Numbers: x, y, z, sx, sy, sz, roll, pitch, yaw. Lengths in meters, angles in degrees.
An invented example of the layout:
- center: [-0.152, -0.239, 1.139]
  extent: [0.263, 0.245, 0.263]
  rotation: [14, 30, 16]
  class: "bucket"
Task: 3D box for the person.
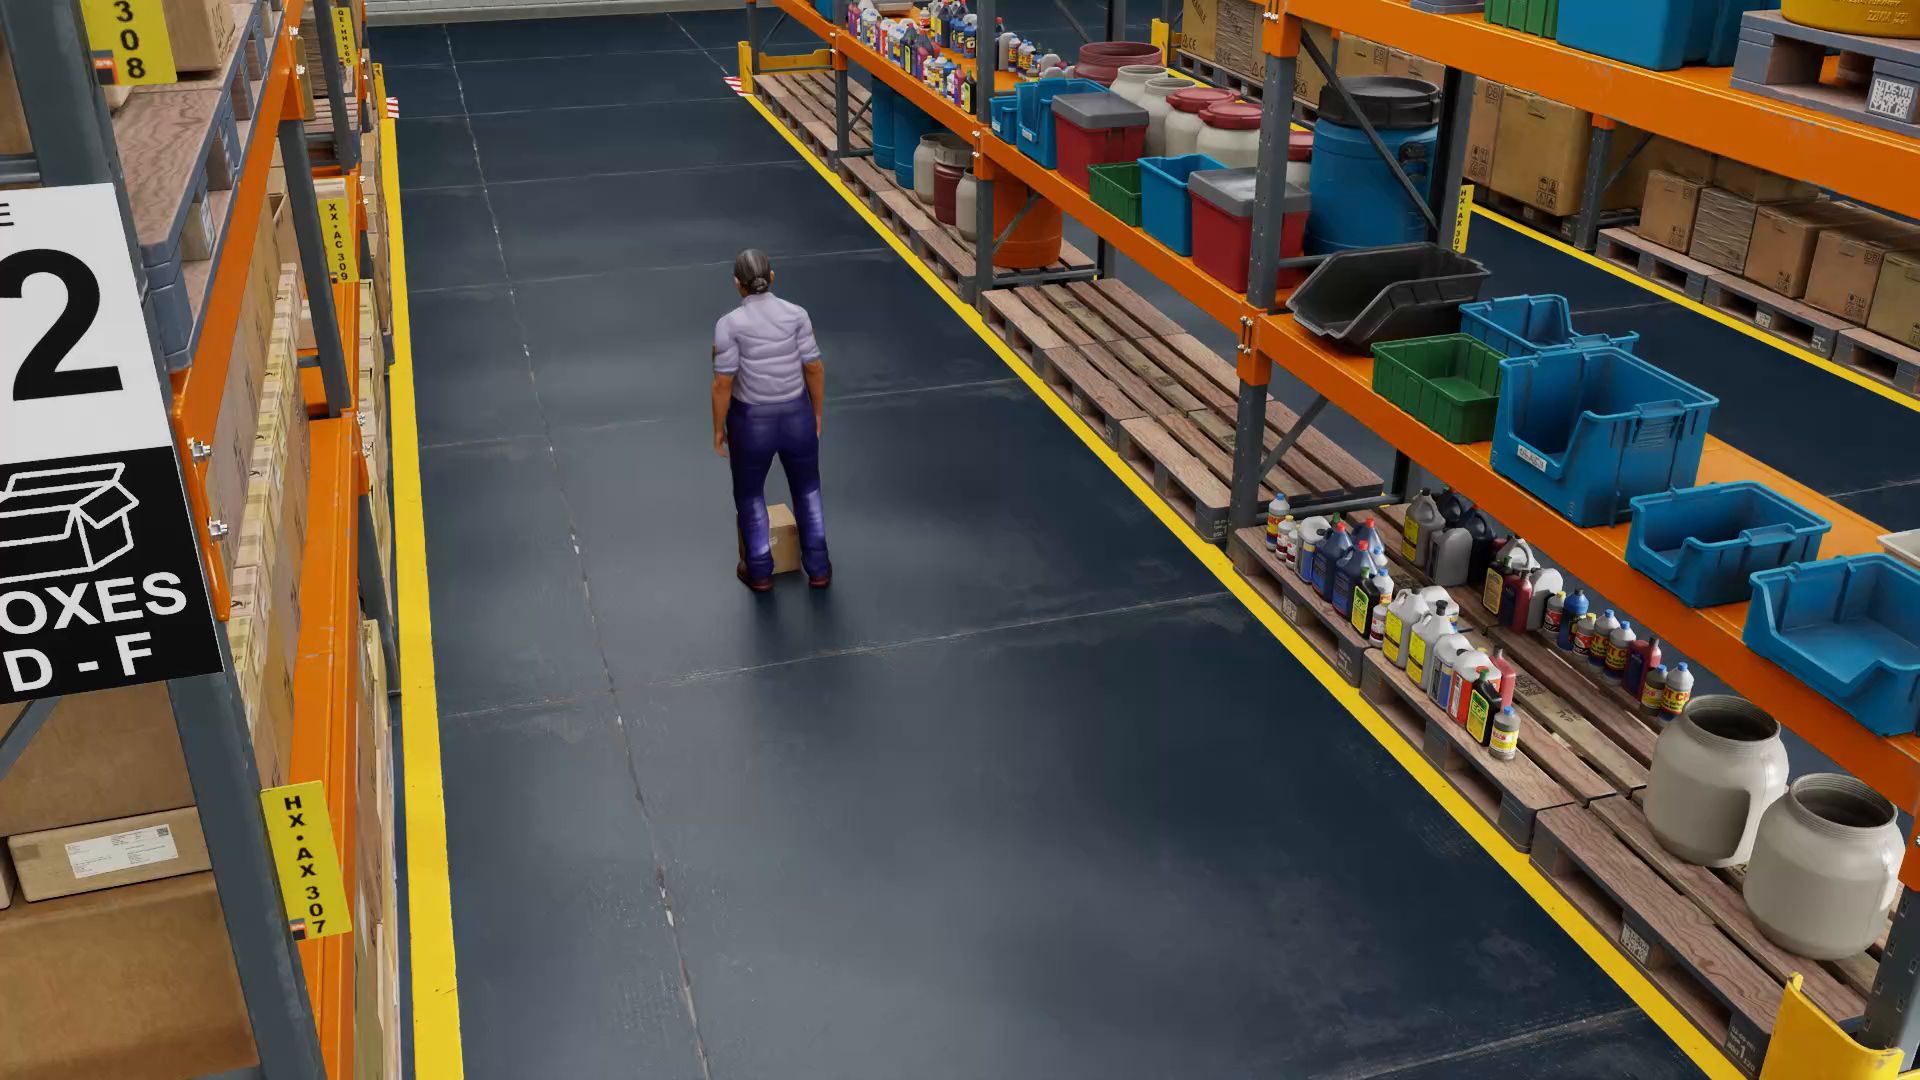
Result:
- center: [-0.874, -0.535, 7.700]
  extent: [0.564, 1.648, 0.424]
  rotation: [-10, 28, -19]
  class: "person"
